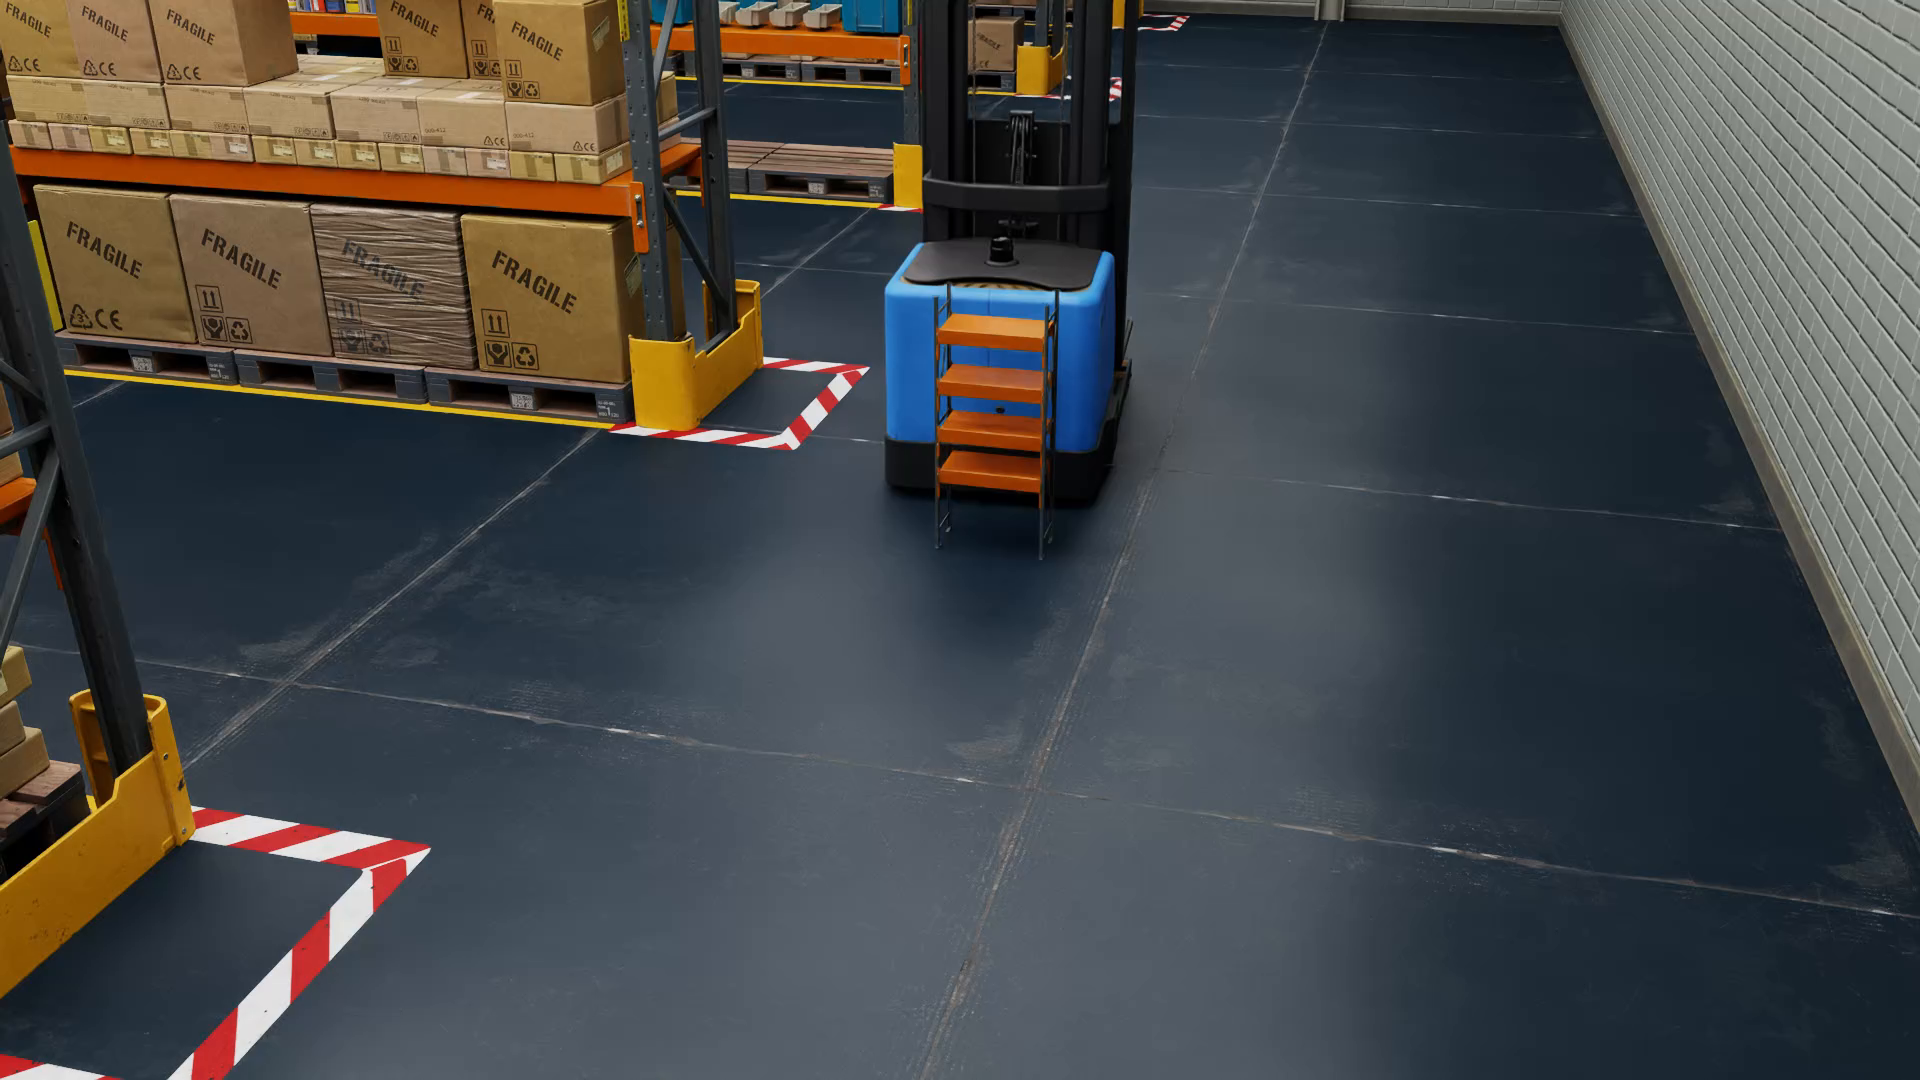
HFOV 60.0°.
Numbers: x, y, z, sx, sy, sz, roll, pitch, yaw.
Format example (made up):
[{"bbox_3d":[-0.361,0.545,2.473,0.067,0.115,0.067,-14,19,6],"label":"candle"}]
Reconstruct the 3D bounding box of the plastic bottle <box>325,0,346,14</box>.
[{"bbox_3d":[-5.286,-4.649,14.082,0.185,0.351,0.144,6,26,13],"label":"plastic bottle"}]

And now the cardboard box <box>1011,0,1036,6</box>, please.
[{"bbox_3d":[1.019,-7.533,22.502,0.500,0.500,0.700,6,26,13],"label":"cardboard box"}]

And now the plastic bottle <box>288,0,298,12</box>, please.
[{"bbox_3d":[-5.689,-4.615,14.186,0.097,0.201,0.097,0,25,0],"label":"plastic bottle"}]

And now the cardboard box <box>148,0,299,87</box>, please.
[{"bbox_3d":[-3.989,-2.765,9.023,0.500,0.500,0.500,5,26,11],"label":"cardboard box"}]

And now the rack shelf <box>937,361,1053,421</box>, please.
[{"bbox_3d":[0.160,-0.665,7.388,0.480,0.148,0.258,6,26,13],"label":"rack shelf"}]

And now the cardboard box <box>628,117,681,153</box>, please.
[{"bbox_3d":[-1.756,-2.261,9.301,0.250,0.149,0.380,7,26,14],"label":"cardboard box"}]

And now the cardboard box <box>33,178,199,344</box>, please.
[{"bbox_3d":[-4.750,-1.753,9.926,0.875,0.875,0.875,6,26,13],"label":"cardboard box"}]

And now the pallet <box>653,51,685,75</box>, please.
[{"bbox_3d":[-3.695,-5.563,19.189,1.213,0.211,1.003,6,26,13],"label":"pallet"}]

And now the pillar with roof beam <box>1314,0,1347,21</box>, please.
[{"bbox_3d":[3.964,-9.373,16.968,0.400,9.000,9.100,6,26,13],"label":"pillar with roof beam"}]

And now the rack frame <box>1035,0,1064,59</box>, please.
[{"bbox_3d":[0.976,-6.322,17.540,0.127,3.000,1.000,6,26,13],"label":"rack frame"}]

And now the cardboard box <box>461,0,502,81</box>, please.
[{"bbox_3d":[-2.377,-2.821,9.142,0.500,0.500,0.500,6,26,12],"label":"cardboard box"}]

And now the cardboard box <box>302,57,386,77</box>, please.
[{"bbox_3d":[-3.390,-2.591,9.531,0.500,0.250,0.500,6,26,12],"label":"cardboard box"}]

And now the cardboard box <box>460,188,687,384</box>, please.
[{"bbox_3d":[-2.135,-1.464,9.319,0.875,0.875,0.875,6,26,13],"label":"cardboard box"}]

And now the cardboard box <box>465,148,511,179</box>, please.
[{"bbox_3d":[-2.418,-2.041,8.839,0.250,0.149,0.380,6,26,13],"label":"cardboard box"}]

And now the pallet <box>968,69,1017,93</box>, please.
[{"bbox_3d":[0.130,-5.156,18.335,1.213,0.211,1.003,6,26,13],"label":"pallet"}]

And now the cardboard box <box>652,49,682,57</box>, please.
[{"bbox_3d":[-3.447,-5.754,18.743,0.500,0.500,0.500,6,26,13],"label":"cardboard box"}]

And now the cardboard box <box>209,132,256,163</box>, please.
[{"bbox_3d":[-3.910,-2.205,9.184,0.250,0.149,0.380,7,26,14],"label":"cardboard box"}]

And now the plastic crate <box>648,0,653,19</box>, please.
[{"bbox_3d":[-2.702,-4.422,13.617,0.530,0.282,0.437,6,26,13],"label":"plastic crate"}]

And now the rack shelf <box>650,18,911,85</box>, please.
[{"bbox_3d":[-2.198,-4.150,13.814,4.000,0.370,1.077,6,26,13],"label":"rack shelf"}]

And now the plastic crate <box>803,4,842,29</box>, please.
[{"bbox_3d":[-1.096,-4.181,13.278,0.243,0.136,0.396,6,26,13],"label":"plastic crate"}]

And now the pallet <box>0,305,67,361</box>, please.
[{"bbox_3d":[-6.135,-1.419,10.485,1.213,0.211,1.003,6,26,13],"label":"pallet"}]

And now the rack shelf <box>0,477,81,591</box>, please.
[{"bbox_3d":[-4.765,-0.034,5.168,4.000,0.370,1.077,6,26,13],"label":"rack shelf"}]

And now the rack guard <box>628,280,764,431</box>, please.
[{"bbox_3d":[-1.472,-1.067,9.410,0.348,0.500,1.175,6,26,13],"label":"rack guard"}]

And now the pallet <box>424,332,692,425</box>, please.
[{"bbox_3d":[-2.289,-0.993,9.589,1.213,0.211,1.003,6,26,13],"label":"pallet"}]

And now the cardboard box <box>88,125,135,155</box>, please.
[{"bbox_3d":[-4.655,-2.287,9.357,0.250,0.149,0.380,7,26,15],"label":"cardboard box"}]

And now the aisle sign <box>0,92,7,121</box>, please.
[{"bbox_3d":[-2.683,-1.435,4.251,0.004,0.787,0.394,6,26,13],"label":"aisle sign"}]

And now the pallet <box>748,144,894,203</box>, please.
[{"bbox_3d":[-1.050,-3.106,14.028,1.213,0.211,1.003,6,26,13],"label":"pallet"}]

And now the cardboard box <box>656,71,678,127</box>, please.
[{"bbox_3d":[-1.892,-2.429,9.191,0.500,0.250,0.500,6,26,12],"label":"cardboard box"}]

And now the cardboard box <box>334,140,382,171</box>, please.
[{"bbox_3d":[-3.163,-2.122,9.011,0.250,0.149,0.380,6,26,13],"label":"cardboard box"}]

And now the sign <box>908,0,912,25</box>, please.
[{"bbox_3d":[-0.383,-4.103,12.690,0.005,0.325,0.100,6,26,13],"label":"sign"}]

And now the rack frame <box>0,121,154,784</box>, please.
[{"bbox_3d":[-2.828,-0.144,4.564,0.127,3.000,1.000,6,26,13],"label":"rack frame"}]

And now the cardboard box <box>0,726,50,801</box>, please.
[{"bbox_3d":[-3.256,0.764,5.484,0.250,0.149,0.380,7,26,14],"label":"cardboard box"}]

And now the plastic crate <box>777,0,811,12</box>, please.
[{"bbox_3d":[-1.365,-4.474,13.894,0.298,0.136,0.250,6,26,13],"label":"plastic crate"}]

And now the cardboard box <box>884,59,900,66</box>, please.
[{"bbox_3d":[-0.525,-5.349,18.183,0.500,0.250,0.500,6,26,13],"label":"cardboard box"}]

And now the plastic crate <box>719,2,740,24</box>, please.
[{"bbox_3d":[-1.940,-4.261,13.448,0.250,0.136,0.298,6,26,13],"label":"plastic crate"}]

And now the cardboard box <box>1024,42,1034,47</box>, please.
[{"bbox_3d":[0.656,-5.422,18.453,0.250,0.149,0.380,6,26,13],"label":"cardboard box"}]

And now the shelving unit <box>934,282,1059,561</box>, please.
[{"bbox_3d":[0.160,-0.524,7.455,0.503,1.200,0.258,6,26,13],"label":"shelving unit"}]

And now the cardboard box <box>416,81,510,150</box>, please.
[{"bbox_3d":[-2.521,-2.261,8.838,0.500,0.250,0.500,6,26,12],"label":"cardboard box"}]

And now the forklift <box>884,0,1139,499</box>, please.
[{"bbox_3d":[0.388,-2.129,8.813,1.130,2.935,3.031,4,26,9],"label":"forklift"}]

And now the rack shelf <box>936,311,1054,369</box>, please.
[{"bbox_3d":[0.160,-0.879,7.286,0.480,0.148,0.258,6,26,13],"label":"rack shelf"}]

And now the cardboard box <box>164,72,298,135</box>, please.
[{"bbox_3d":[-3.995,-2.426,9.184,0.500,0.250,0.500,7,26,14],"label":"cardboard box"}]

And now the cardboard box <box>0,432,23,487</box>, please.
[{"bbox_3d":[-3.060,-0.202,4.977,0.250,0.149,0.380,6,26,13],"label":"cardboard box"}]
